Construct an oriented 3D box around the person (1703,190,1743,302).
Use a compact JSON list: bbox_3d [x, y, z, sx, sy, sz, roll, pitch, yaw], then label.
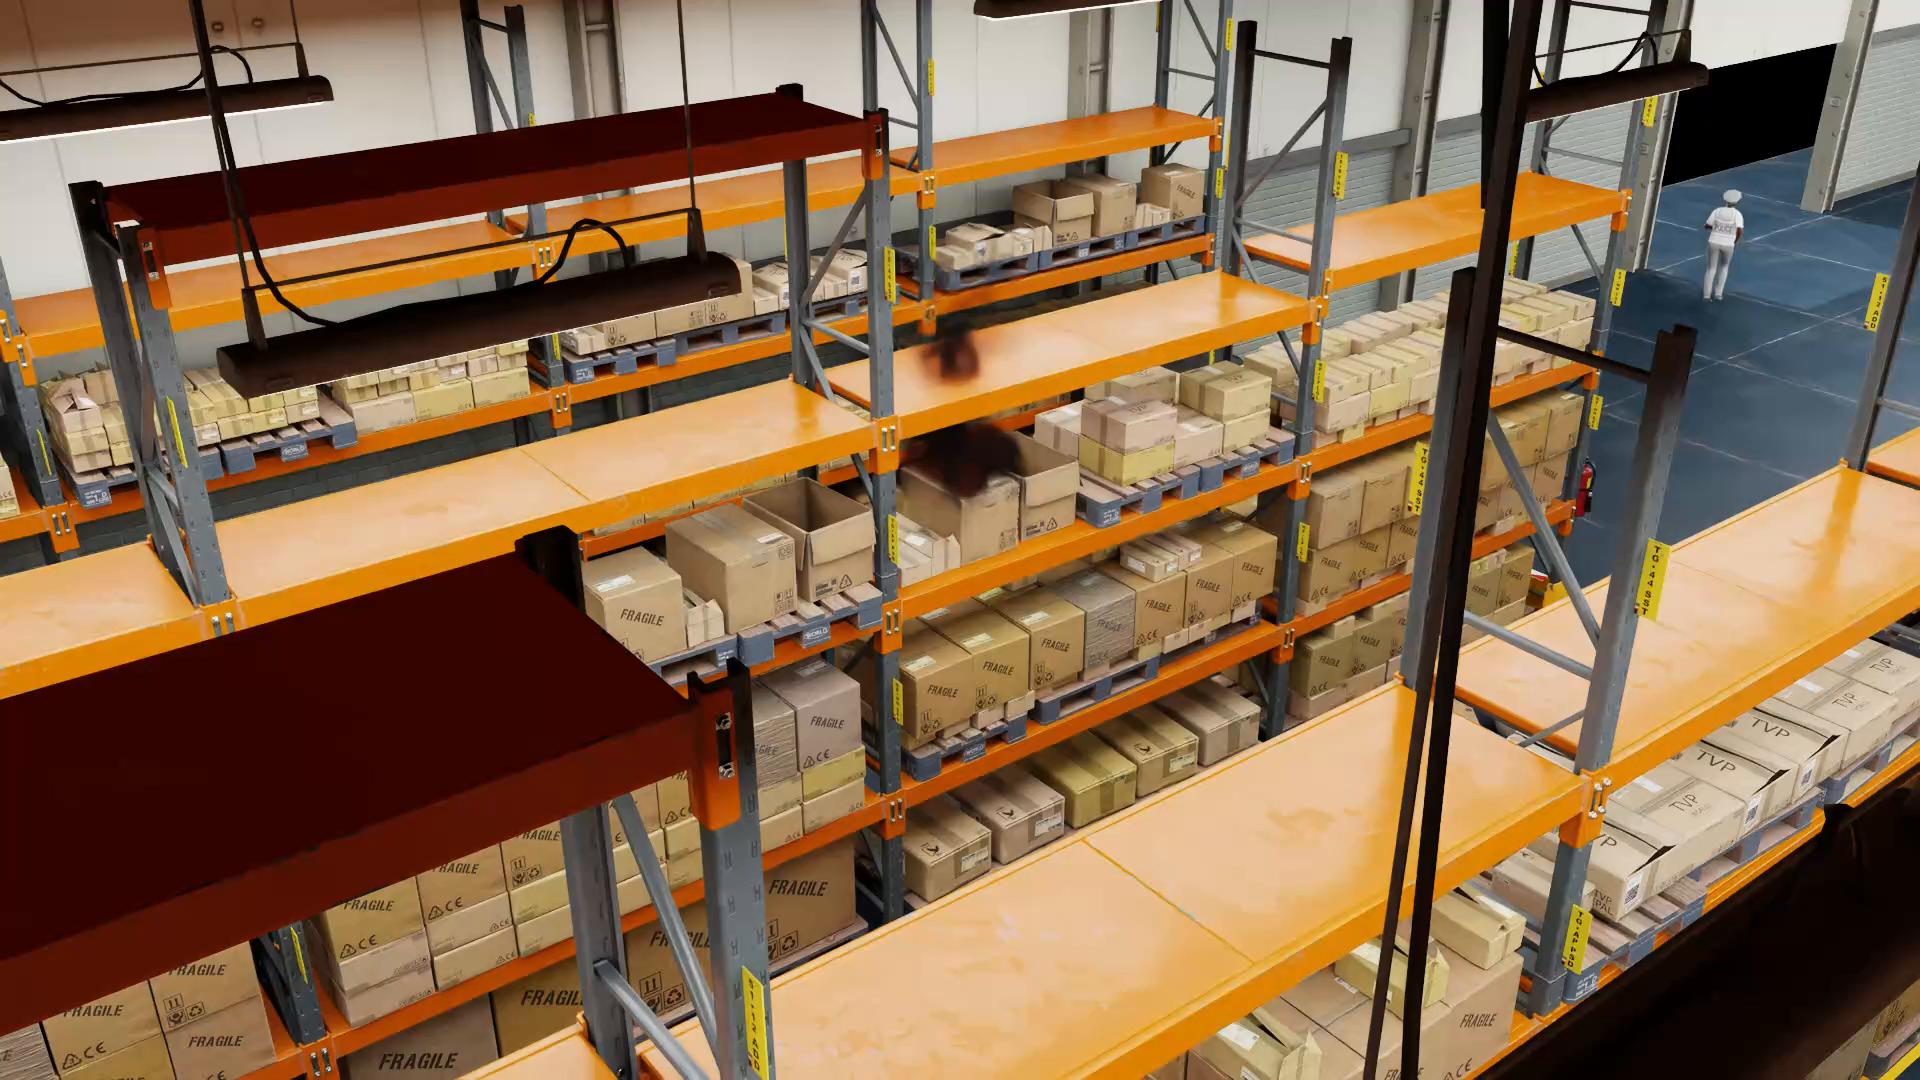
[{"bbox_3d":[11.520,-4.422,25.221,0.570,1.752,0.745,14,29,26],"label":"person"}]
